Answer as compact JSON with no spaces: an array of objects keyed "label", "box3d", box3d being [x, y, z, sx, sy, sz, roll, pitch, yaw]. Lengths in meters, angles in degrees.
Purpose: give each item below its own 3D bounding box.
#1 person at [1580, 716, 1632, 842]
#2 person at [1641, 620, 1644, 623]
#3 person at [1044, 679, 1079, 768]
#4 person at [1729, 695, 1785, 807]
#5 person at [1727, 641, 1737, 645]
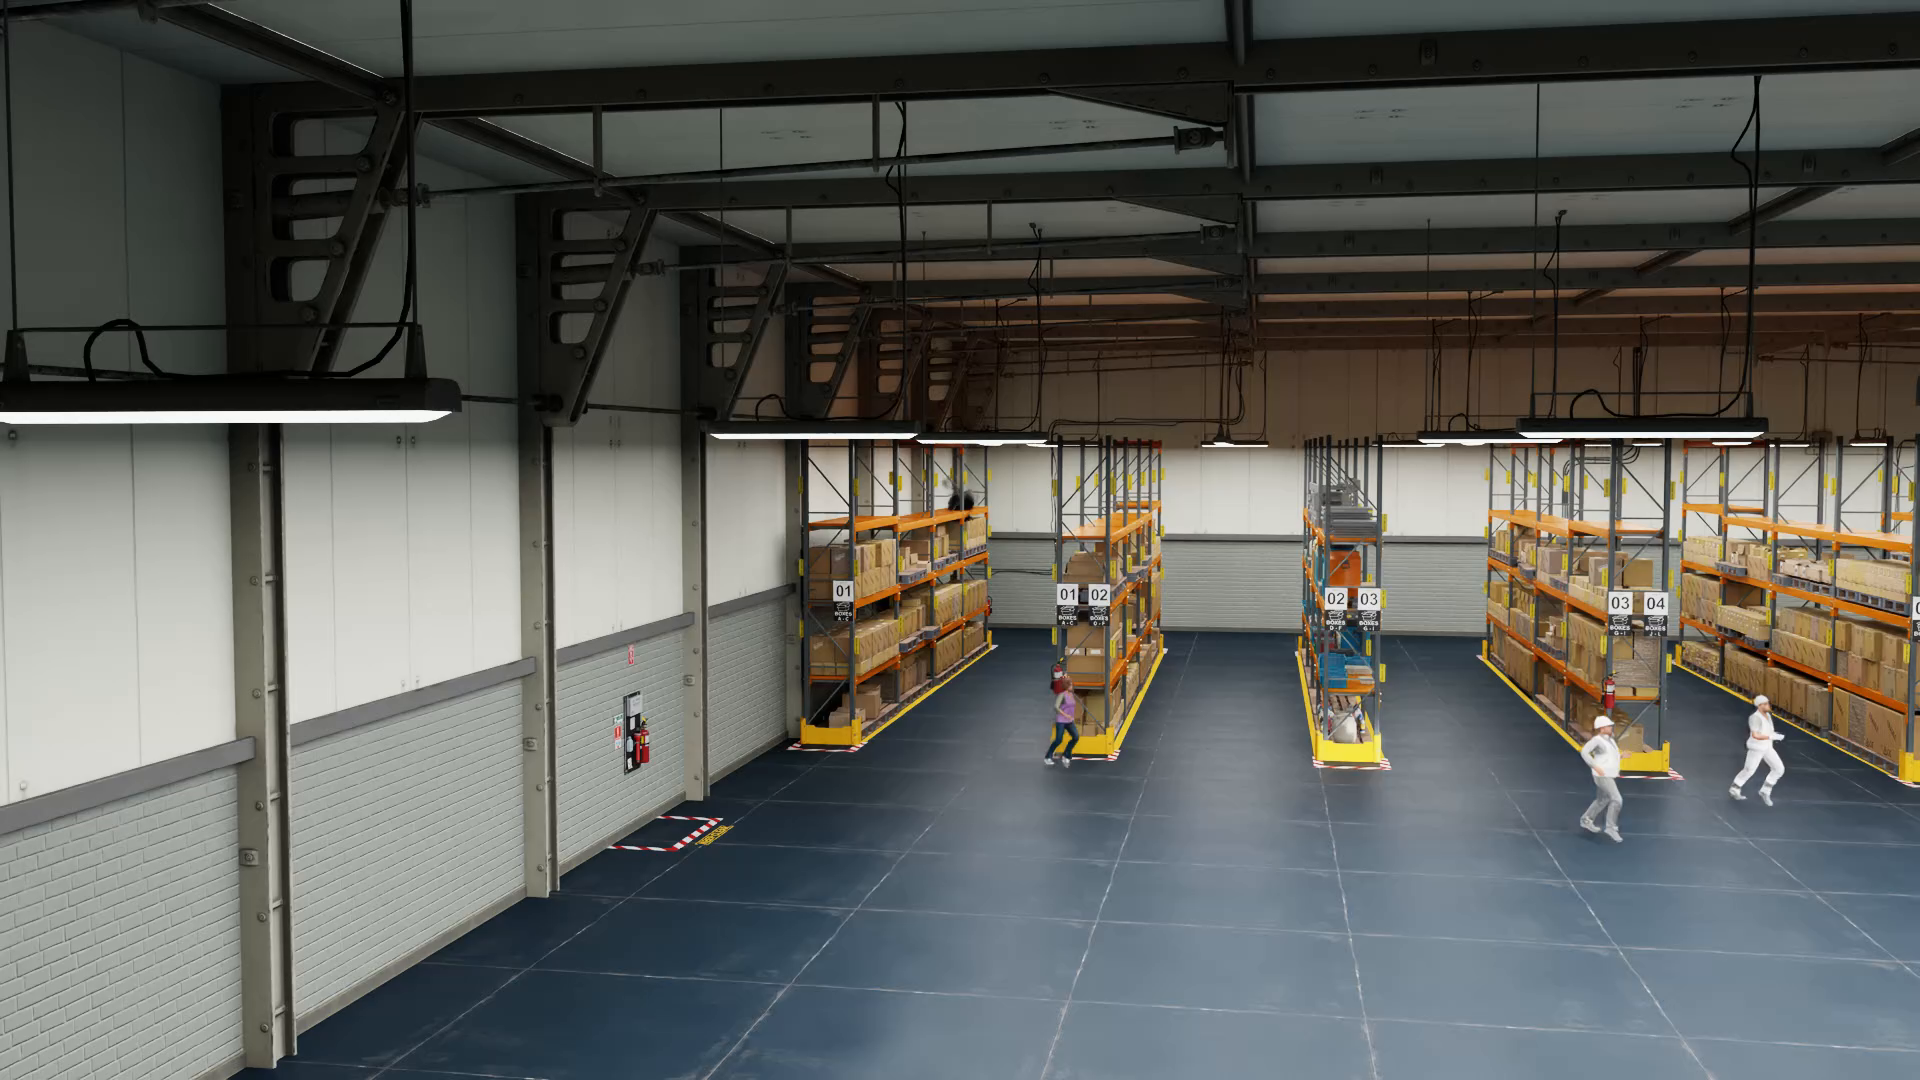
[{"label":"person","box3d":[9.499,3.511,24.501,0.731,1.831,0.496,2,4,36]},{"label":"person","box3d":[17.745,2.663,43.068,0.554,1.511,0.850,1,3,19]},{"label":"person","box3d":[1.904,3.319,30.119,0.613,1.567,0.602,3,4,44]},{"label":"person","box3d":[12.866,3.378,26.731,0.672,1.789,0.882,-2,4,-33]},{"label":"person","box3d":[21.269,2.407,45.615,0.890,1.669,0.614,0,3,7]}]
